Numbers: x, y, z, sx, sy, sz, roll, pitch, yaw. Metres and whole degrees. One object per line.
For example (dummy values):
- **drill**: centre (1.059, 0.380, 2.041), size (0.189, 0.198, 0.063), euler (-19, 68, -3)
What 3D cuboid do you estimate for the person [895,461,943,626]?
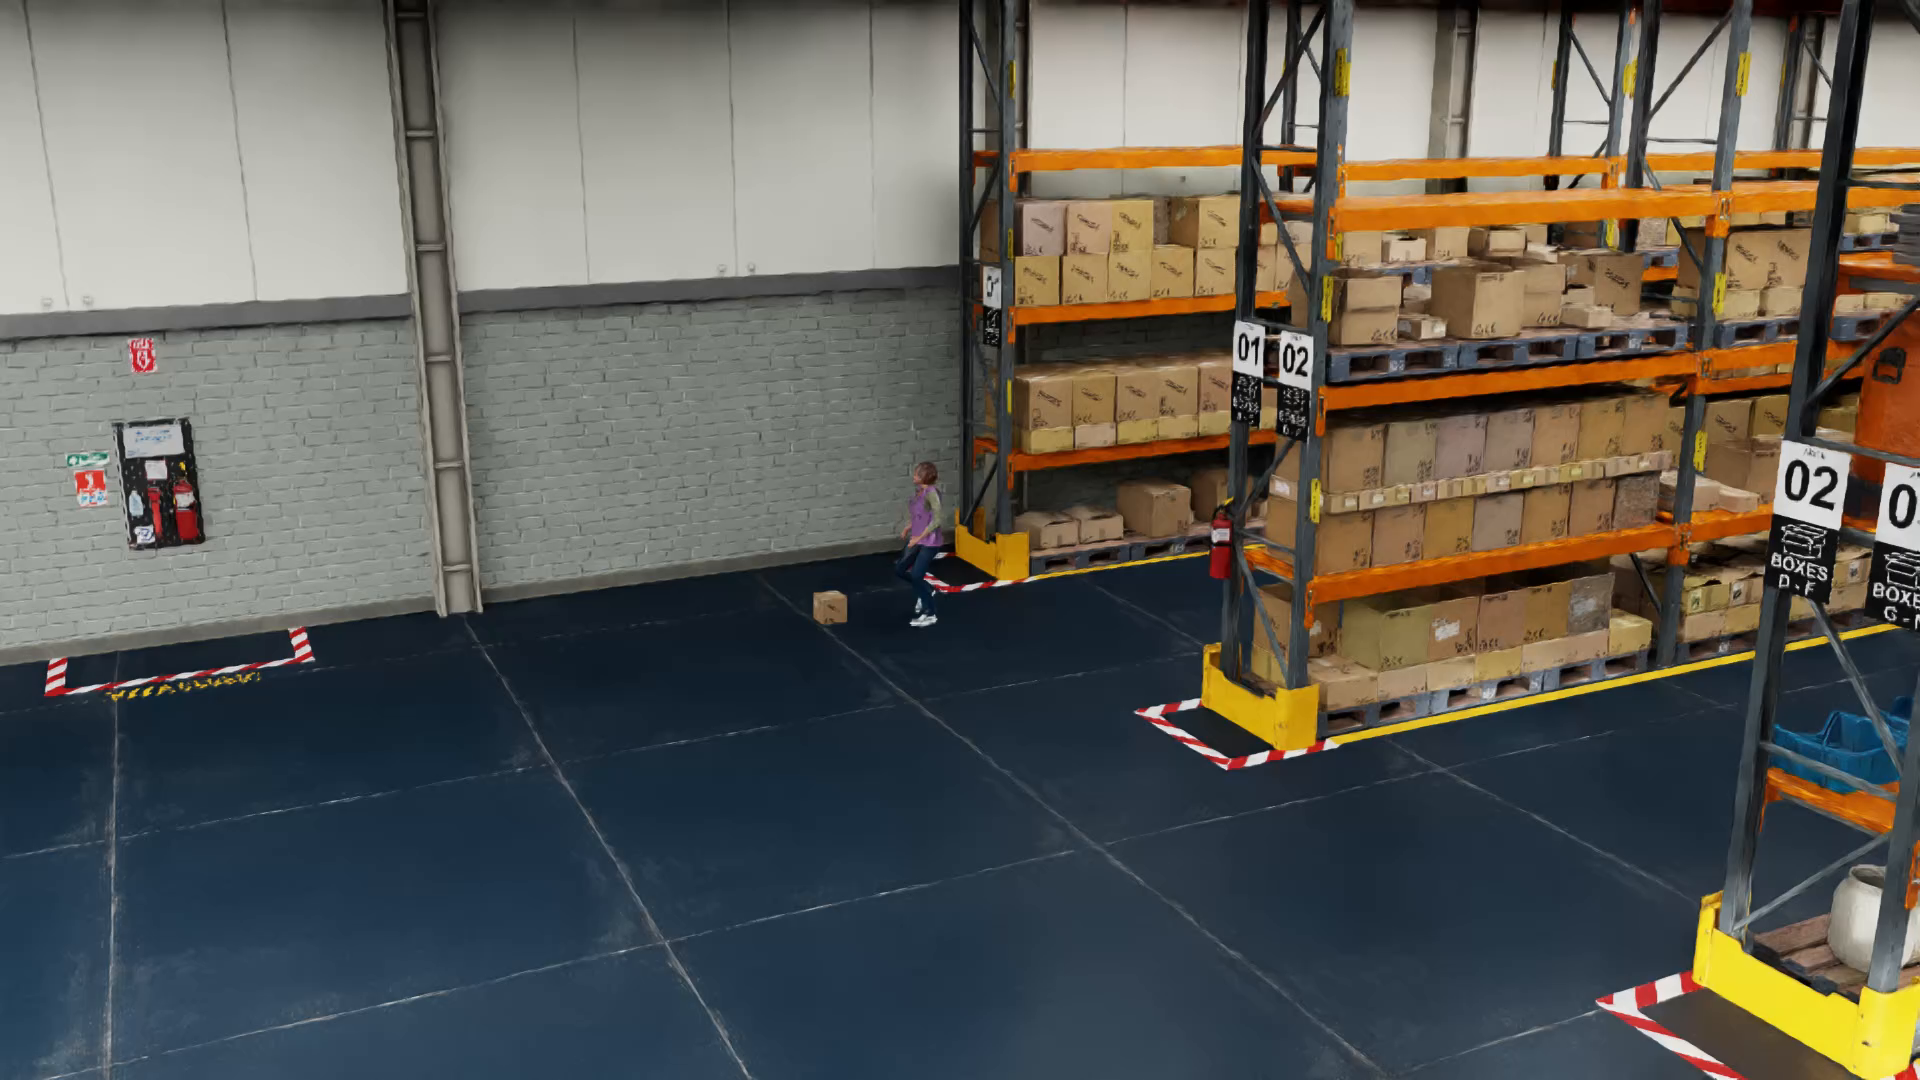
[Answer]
- **person**: centre (-0.373, 0.034, 15.669), size (0.435, 1.572, 0.600), euler (-7, 17, -23)
